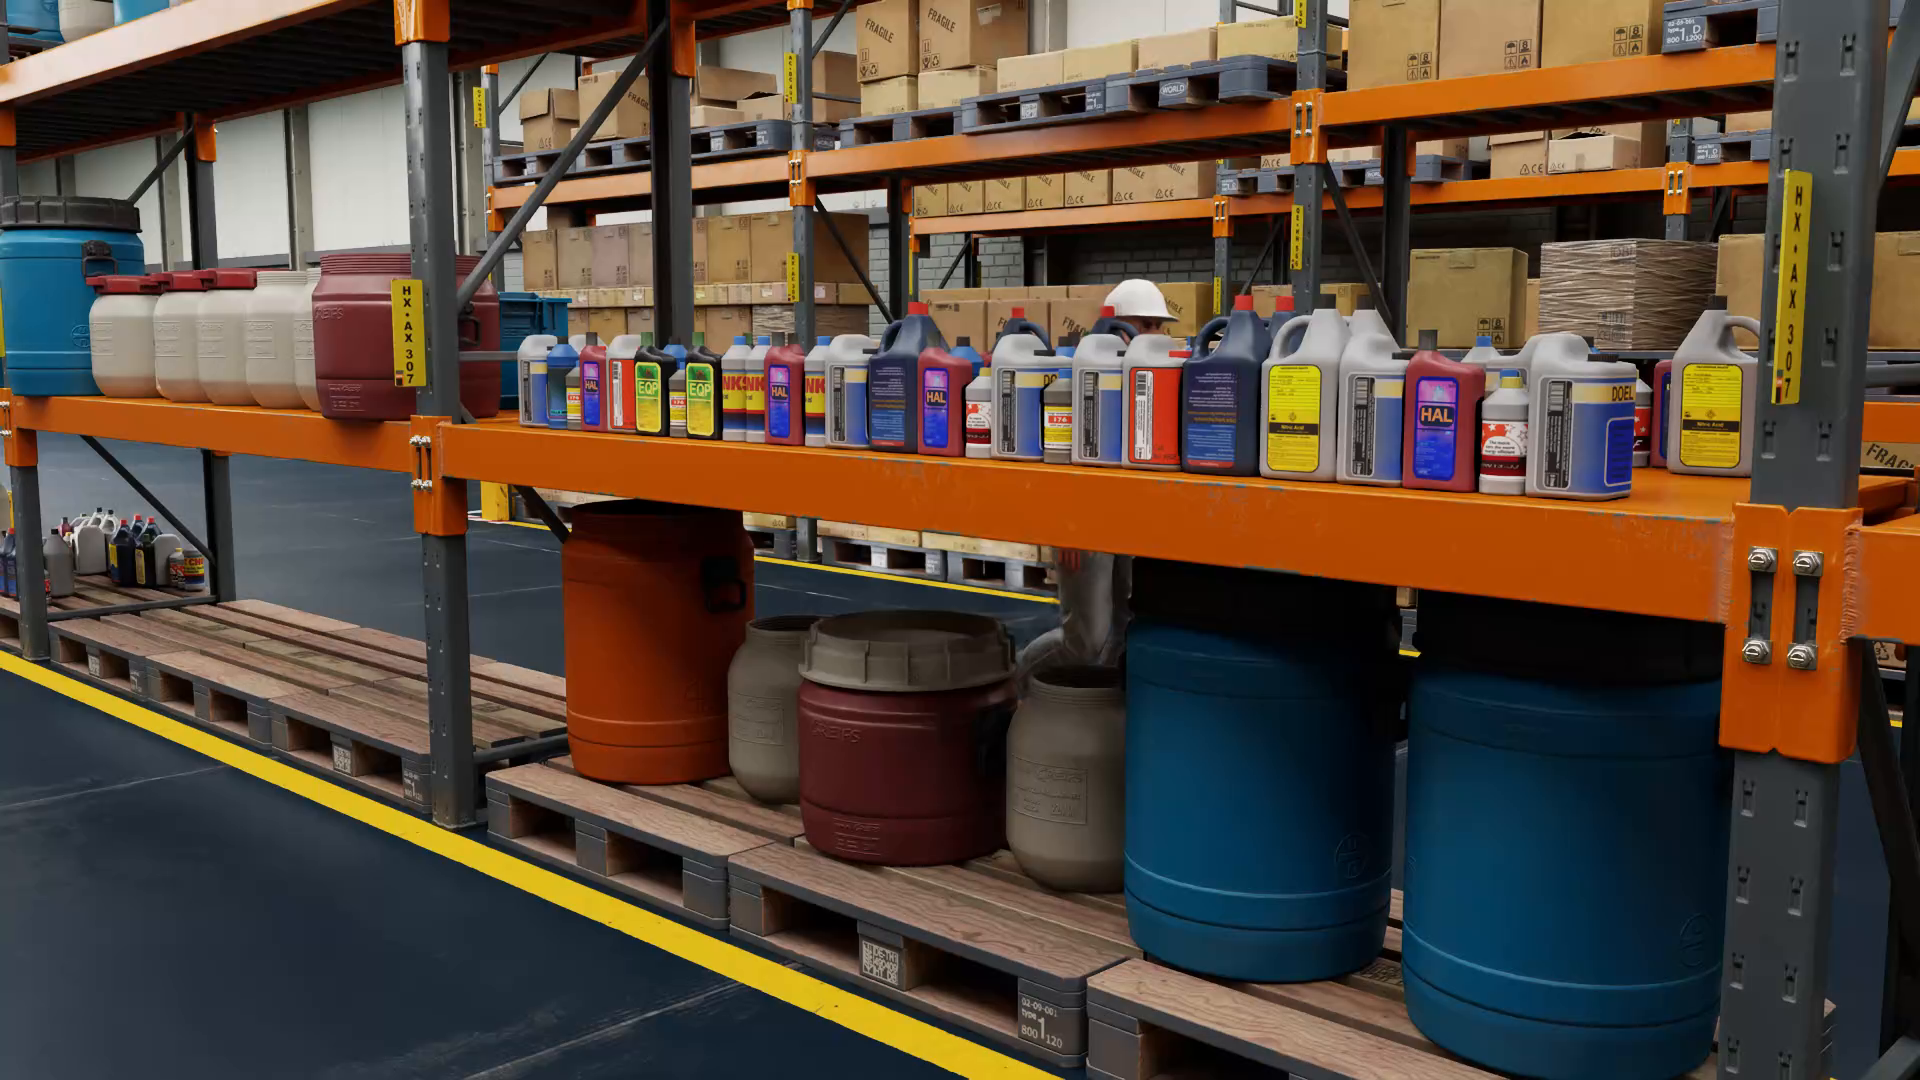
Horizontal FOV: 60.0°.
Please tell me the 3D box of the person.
[{"bbox_3d":[0.457,-0.061,6.075,0.704,1.758,0.585,6,9,40],"label":"person"}]
